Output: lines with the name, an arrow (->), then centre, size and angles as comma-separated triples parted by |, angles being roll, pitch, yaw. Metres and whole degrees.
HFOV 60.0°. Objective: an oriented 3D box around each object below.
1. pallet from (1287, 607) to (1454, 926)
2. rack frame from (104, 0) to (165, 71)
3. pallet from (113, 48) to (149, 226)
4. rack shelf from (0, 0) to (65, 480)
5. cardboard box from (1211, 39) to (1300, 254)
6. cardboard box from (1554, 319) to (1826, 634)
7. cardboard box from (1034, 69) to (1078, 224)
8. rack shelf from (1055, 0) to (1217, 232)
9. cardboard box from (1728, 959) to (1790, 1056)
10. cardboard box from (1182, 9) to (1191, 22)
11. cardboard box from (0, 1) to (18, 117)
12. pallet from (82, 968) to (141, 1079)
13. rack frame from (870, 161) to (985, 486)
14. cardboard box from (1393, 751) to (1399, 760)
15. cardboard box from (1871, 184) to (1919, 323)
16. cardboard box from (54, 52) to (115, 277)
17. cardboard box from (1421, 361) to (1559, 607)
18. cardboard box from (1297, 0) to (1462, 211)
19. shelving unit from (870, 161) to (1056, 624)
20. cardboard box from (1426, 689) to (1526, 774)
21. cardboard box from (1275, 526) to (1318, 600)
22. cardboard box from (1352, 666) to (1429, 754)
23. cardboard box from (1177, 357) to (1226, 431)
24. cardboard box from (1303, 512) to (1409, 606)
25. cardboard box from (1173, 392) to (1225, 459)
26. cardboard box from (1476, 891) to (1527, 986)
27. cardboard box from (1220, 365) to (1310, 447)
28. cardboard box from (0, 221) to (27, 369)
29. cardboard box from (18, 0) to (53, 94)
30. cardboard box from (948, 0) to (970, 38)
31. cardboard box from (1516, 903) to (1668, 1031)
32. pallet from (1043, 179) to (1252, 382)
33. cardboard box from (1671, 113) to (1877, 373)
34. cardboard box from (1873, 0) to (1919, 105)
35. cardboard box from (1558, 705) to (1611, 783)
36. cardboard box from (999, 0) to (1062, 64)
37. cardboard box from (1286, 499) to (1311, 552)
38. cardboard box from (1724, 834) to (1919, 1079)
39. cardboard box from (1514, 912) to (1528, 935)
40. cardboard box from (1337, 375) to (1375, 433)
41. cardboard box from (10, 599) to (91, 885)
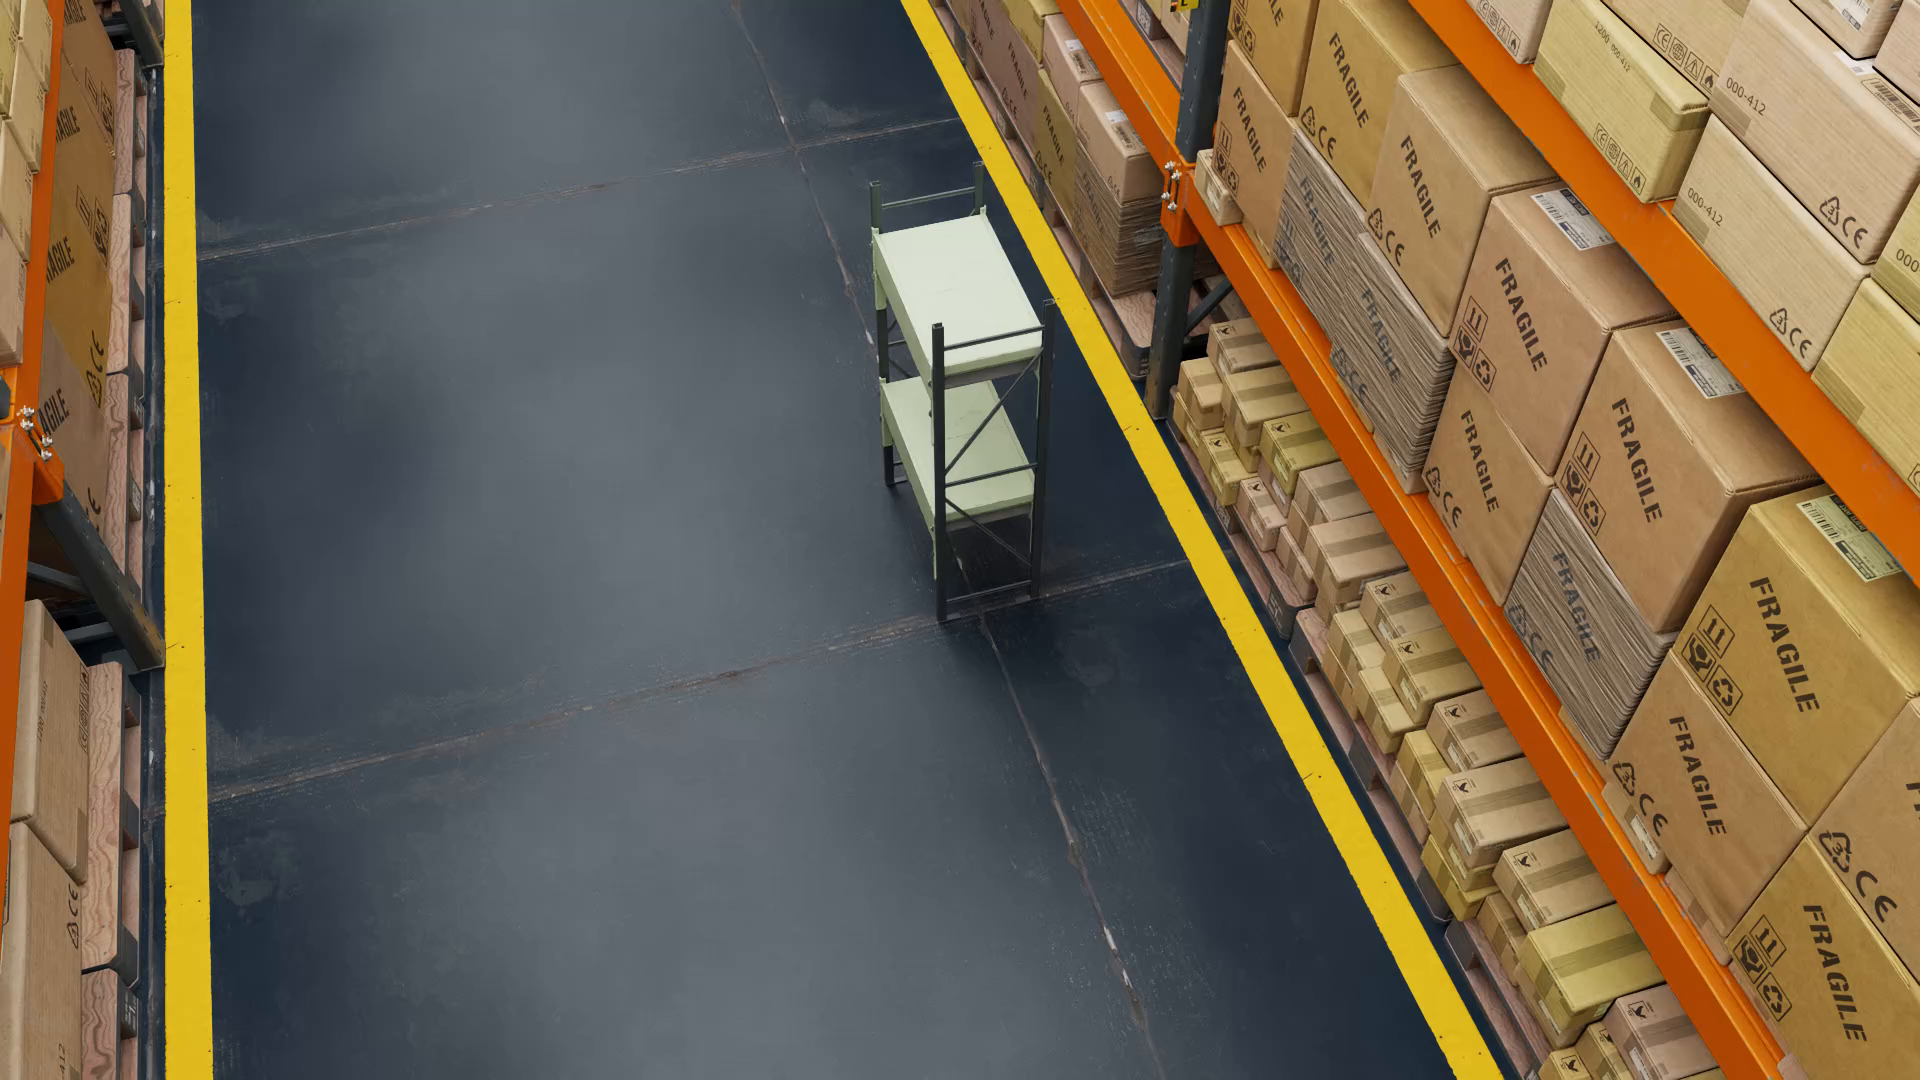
pallet -> 1.867, 0.656, 5.849 | 1.003, 0.211, 1.213 | -13, 51, -11
rack frame -> -4.611, -3.346, 7.399 | 1.000, 3.000, 0.127 | -13, 51, -11
pallet -> -4.450, -1.855, 7.965 | 1.003, 0.211, 1.213 | -13, 51, -11
rack shelf -> -4.020, -1.654, 6.443 | 1.077, 0.370, 4.000 | -13, 51, -11
cardboard box -> 1.176, -1.327, 5.437 | 0.500, 0.500, 0.500 | -14, 51, -12
cardboard box -> 1.768, -0.173, 3.809 | 0.500, 0.500, 0.500 | -11, 51, -9
cardboard box -> 0.660, -1.806, 7.461 | 0.500, 0.500, 0.500 | -14, 51, -12
rack shelf -> 0.679, -2.847, 7.448 | 1.077, 0.370, 4.000 | -13, 51, -11
cardboard box -> 2.049, 1.020, 3.882 | 0.380, 0.149, 0.250 | -13, 51, -11
cardboard box -> 0.964, -2.014, 5.971 | 0.380, 0.149, 0.250 | -12, 51, -10
cardboard box -> -3.594, -1.672, 5.758 | 0.500, 0.250, 0.500 | -13, 51, -11
pallet -> -2.914, 1.940, 4.767 | 1.003, 0.211, 1.213 | -13, 51, -11
rack frame -> -0.110, -0.756, 6.196 | 0.400, 1.500, 0.023 | -13, 51, -11
cardboard box -> 1.645, 0.617, 5.647 | 0.380, 0.149, 0.250 | -12, 51, -10
cardboard box -> 1.922, -0.428, 2.748 | 0.500, 0.250, 0.500 | -15, 51, -12
cardboard box -> -4.226, -1.621, 7.060 | 0.875, 0.875, 0.875 | -13, 51, -11
cardboard box -> 1.631, -0.207, 4.492 | 0.500, 0.500, 0.500 | -11, 51, -9
cardboard box -> 1.339, -1.309, 4.767 | 0.500, 0.500, 0.500 | -15, 51, -12
shelving unit -> -0.002, -0.488, 5.970 | 0.431, 1.500, 0.755 | -13, 51, -11
cardboard box -> 1.717, 0.604, 5.269 | 0.380, 0.149, 0.250 | -15, 51, -12
cardboard box -> 1.396, 0.042, 6.132 | 0.380, 0.149, 0.250 | -14, 51, -12
cardboard box -> 1.538, 0.529, 5.527 | 0.380, 0.149, 0.250 | -13, 51, -11
cardboard box -> 1.072, -0.593, 6.473 | 0.380, 0.149, 0.250 | -11, 51, -9
cardboard box -> 1.417, 0.050, 5.736 | 0.380, 0.149, 0.250 | -12, 51, -10
cardboard box -> 1.071, -0.496, 6.586 | 0.380, 0.149, 0.250 | -15, 52, -13
cardboard box -> 1.845, 1.195, 5.160 | 0.380, 0.149, 0.250 | -13, 51, -11
cardboard box -> 1.199, -0.513, 6.211 | 0.380, 0.149, 0.250 | -11, 51, -9
cardboard box -> -3.306, -0.758, 5.315 | 0.500, 0.250, 0.500 | -14, 51, -12
cardboard box -> -3.736, -1.880, 6.261 | 0.500, 0.250, 0.500 | -14, 51, -12
cardboard box -> 0.205, -2.928, 8.407 | 0.500, 0.500, 0.500 | -13, 51, -11
cardboard box -> 1.837, 1.209, 4.759 | 0.380, 0.149, 0.250 | -14, 51, -12
pallet -> 1.039, -1.287, 7.487 | 1.003, 0.211, 1.213 | -13, 51, -11
cardboard box -> 1.775, -0.624, 3.240 | 0.500, 0.250, 0.500 | -11, 51, -9
cardboard box -> 1.820, -0.838, 2.832 | 0.380, 0.149, 0.250 | -14, 51, -12
cardboard box -> 1.813, 0.460, 4.354 | 0.380, 0.149, 0.250 | -15, 52, -13
cardboard box -> 0.500, -2.437, 7.502 | 0.500, 0.250, 0.500 | -15, 52, -13
cardboard box -> 1.416, -0.061, 6.025 | 0.380, 0.149, 0.250 | -16, 52, -13
cardboard box -> 2.075, 0.905, 3.555 | 0.500, 0.500, 0.500 | -12, 51, -10
cardboard box -> 1.888, 1.072, 5.070 | 0.380, 0.149, 0.250 | -14, 51, -11
cardboard box -> 1.405, -0.503, 5.166 | 0.380, 0.149, 0.250 | -12, 51, -10
cardboard box -> -3.345, 0.748, 5.348 | 0.875, 0.438, 0.875 | -14, 51, -12
